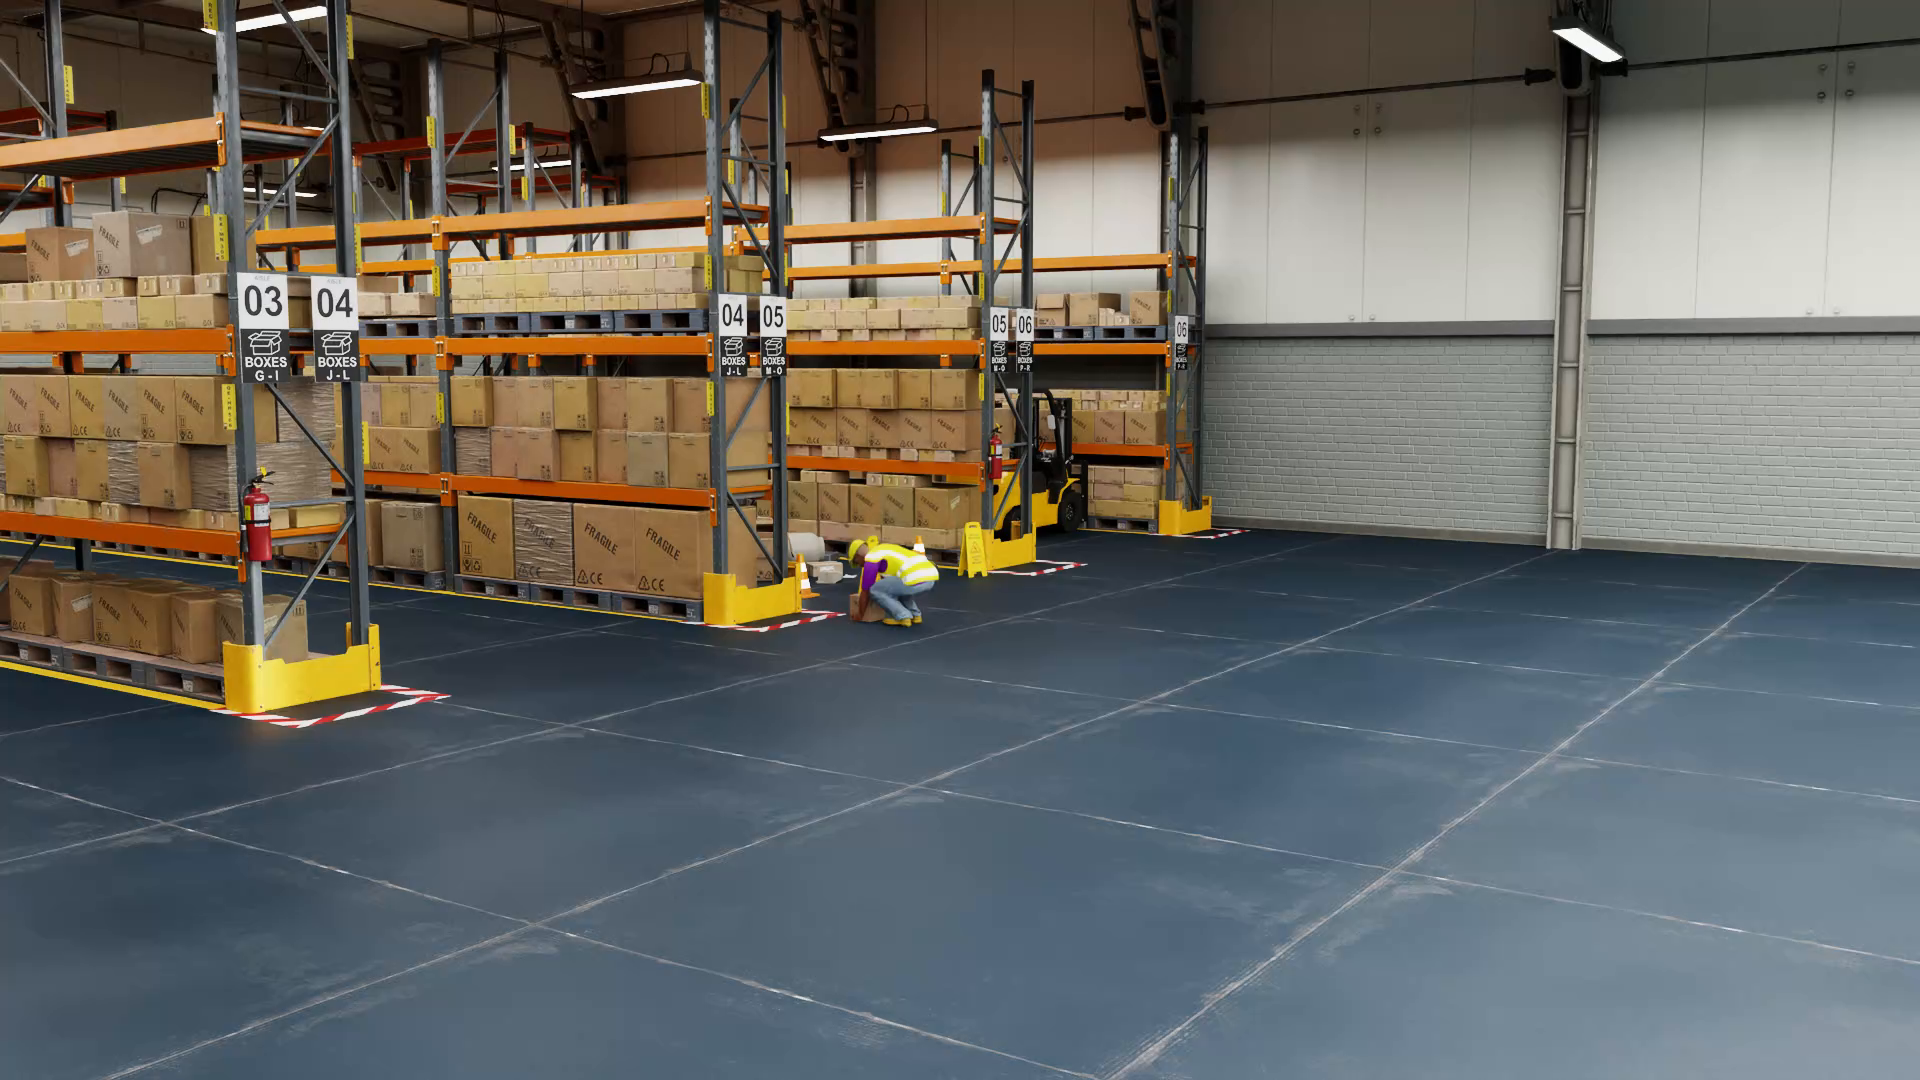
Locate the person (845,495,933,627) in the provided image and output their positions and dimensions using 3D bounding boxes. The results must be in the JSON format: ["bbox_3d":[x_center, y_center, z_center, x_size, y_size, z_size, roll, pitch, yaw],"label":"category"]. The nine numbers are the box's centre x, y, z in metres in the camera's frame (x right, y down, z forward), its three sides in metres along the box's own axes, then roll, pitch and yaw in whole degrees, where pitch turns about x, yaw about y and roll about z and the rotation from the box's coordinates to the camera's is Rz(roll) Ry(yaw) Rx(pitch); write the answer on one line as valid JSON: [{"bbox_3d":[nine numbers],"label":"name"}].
[{"bbox_3d":[-0.725,0.189,16.339,0.956,1.241,0.475,4,7,32],"label":"person"}]
